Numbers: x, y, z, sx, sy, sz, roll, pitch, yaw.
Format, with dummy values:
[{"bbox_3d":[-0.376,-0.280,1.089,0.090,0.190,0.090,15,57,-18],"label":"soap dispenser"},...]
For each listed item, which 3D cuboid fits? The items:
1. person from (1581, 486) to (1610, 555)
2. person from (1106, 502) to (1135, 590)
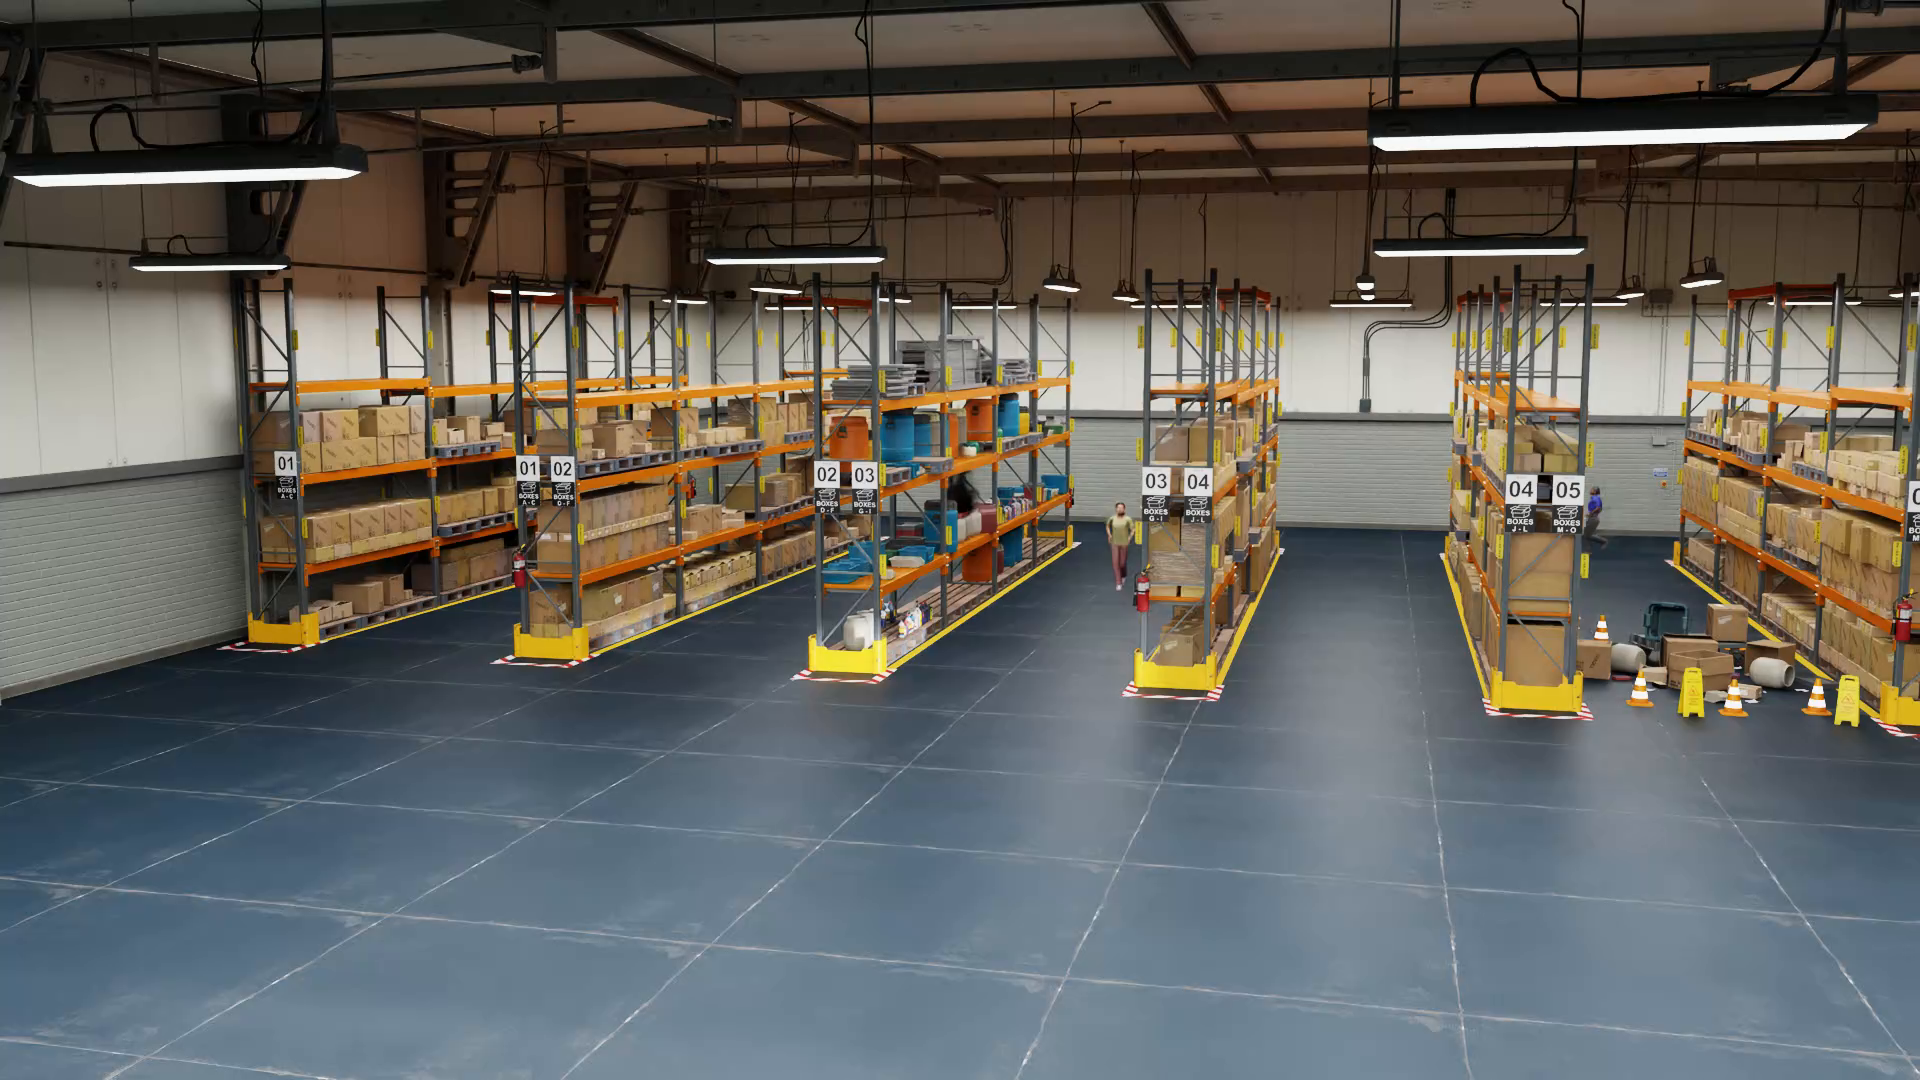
[{"bbox_3d":[14.835,-0.444,38.831,0.605,1.633,0.577,3,7,23],"label":"person"},{"bbox_3d":[3.049,0.103,31.752,0.579,1.661,0.685,1,7,11],"label":"person"}]
